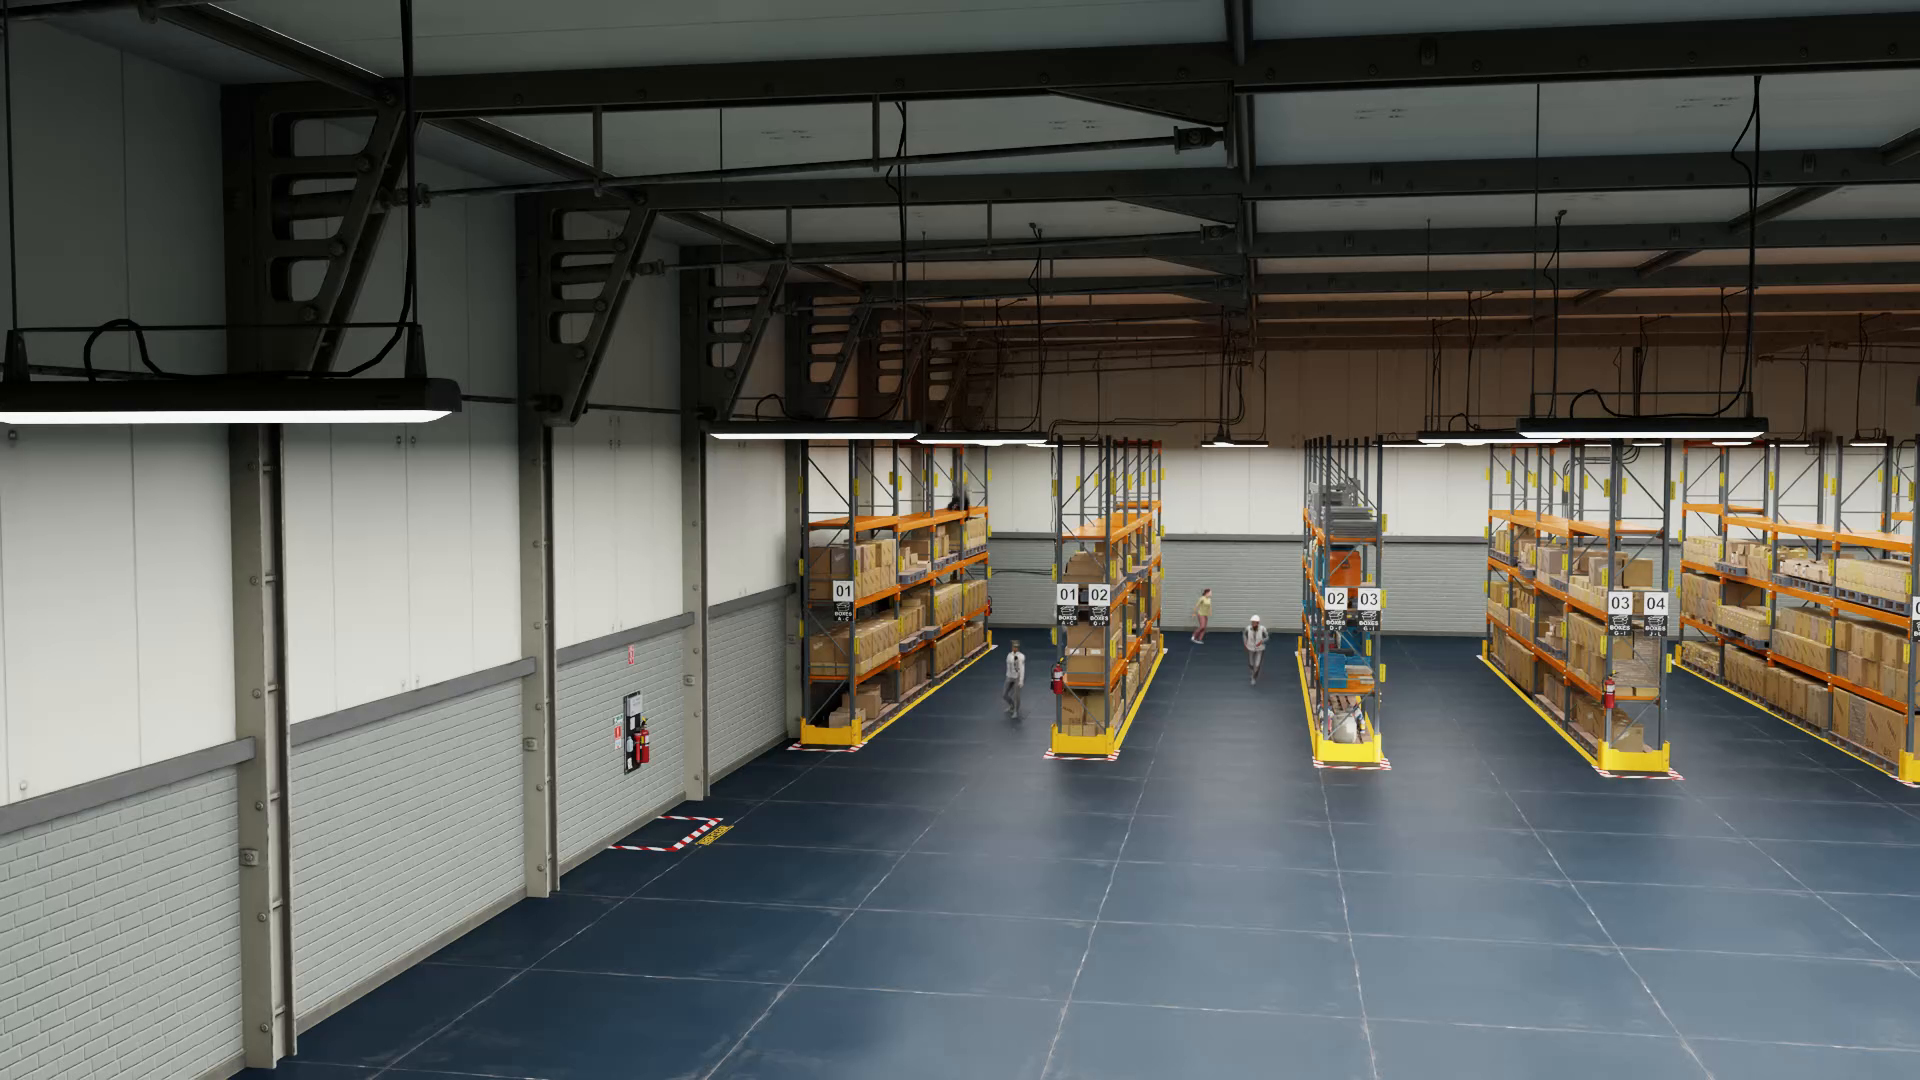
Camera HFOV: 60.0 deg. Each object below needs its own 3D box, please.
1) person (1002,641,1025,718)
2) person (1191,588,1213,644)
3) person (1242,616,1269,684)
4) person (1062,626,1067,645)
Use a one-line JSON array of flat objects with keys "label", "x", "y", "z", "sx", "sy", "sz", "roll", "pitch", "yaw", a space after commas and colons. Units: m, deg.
[{"label": "person", "x": 1.168, "y": 2.979, "z": 35.559, "sx": 0.603, "sy": 1.698, "sz": 0.478, "roll": 2, "pitch": 4, "yaw": 38}, {"label": "person", "x": 7.168, "y": 2.260, "z": 49.307, "sx": 0.619, "sy": 1.653, "sz": 0.515, "roll": -3, "pitch": 4, "yaw": -43}, {"label": "person", "x": 7.242, "y": 2.686, "z": 40.760, "sx": 0.635, "sy": 1.708, "sz": 0.738, "roll": 0, "pitch": 3, "yaw": 9}, {"label": "person", "x": 3.164, "y": 2.295, "z": 48.821, "sx": 0.824, "sy": 1.584, "sz": 0.713, "roll": 1, "pitch": 3, "yaw": 14}]
